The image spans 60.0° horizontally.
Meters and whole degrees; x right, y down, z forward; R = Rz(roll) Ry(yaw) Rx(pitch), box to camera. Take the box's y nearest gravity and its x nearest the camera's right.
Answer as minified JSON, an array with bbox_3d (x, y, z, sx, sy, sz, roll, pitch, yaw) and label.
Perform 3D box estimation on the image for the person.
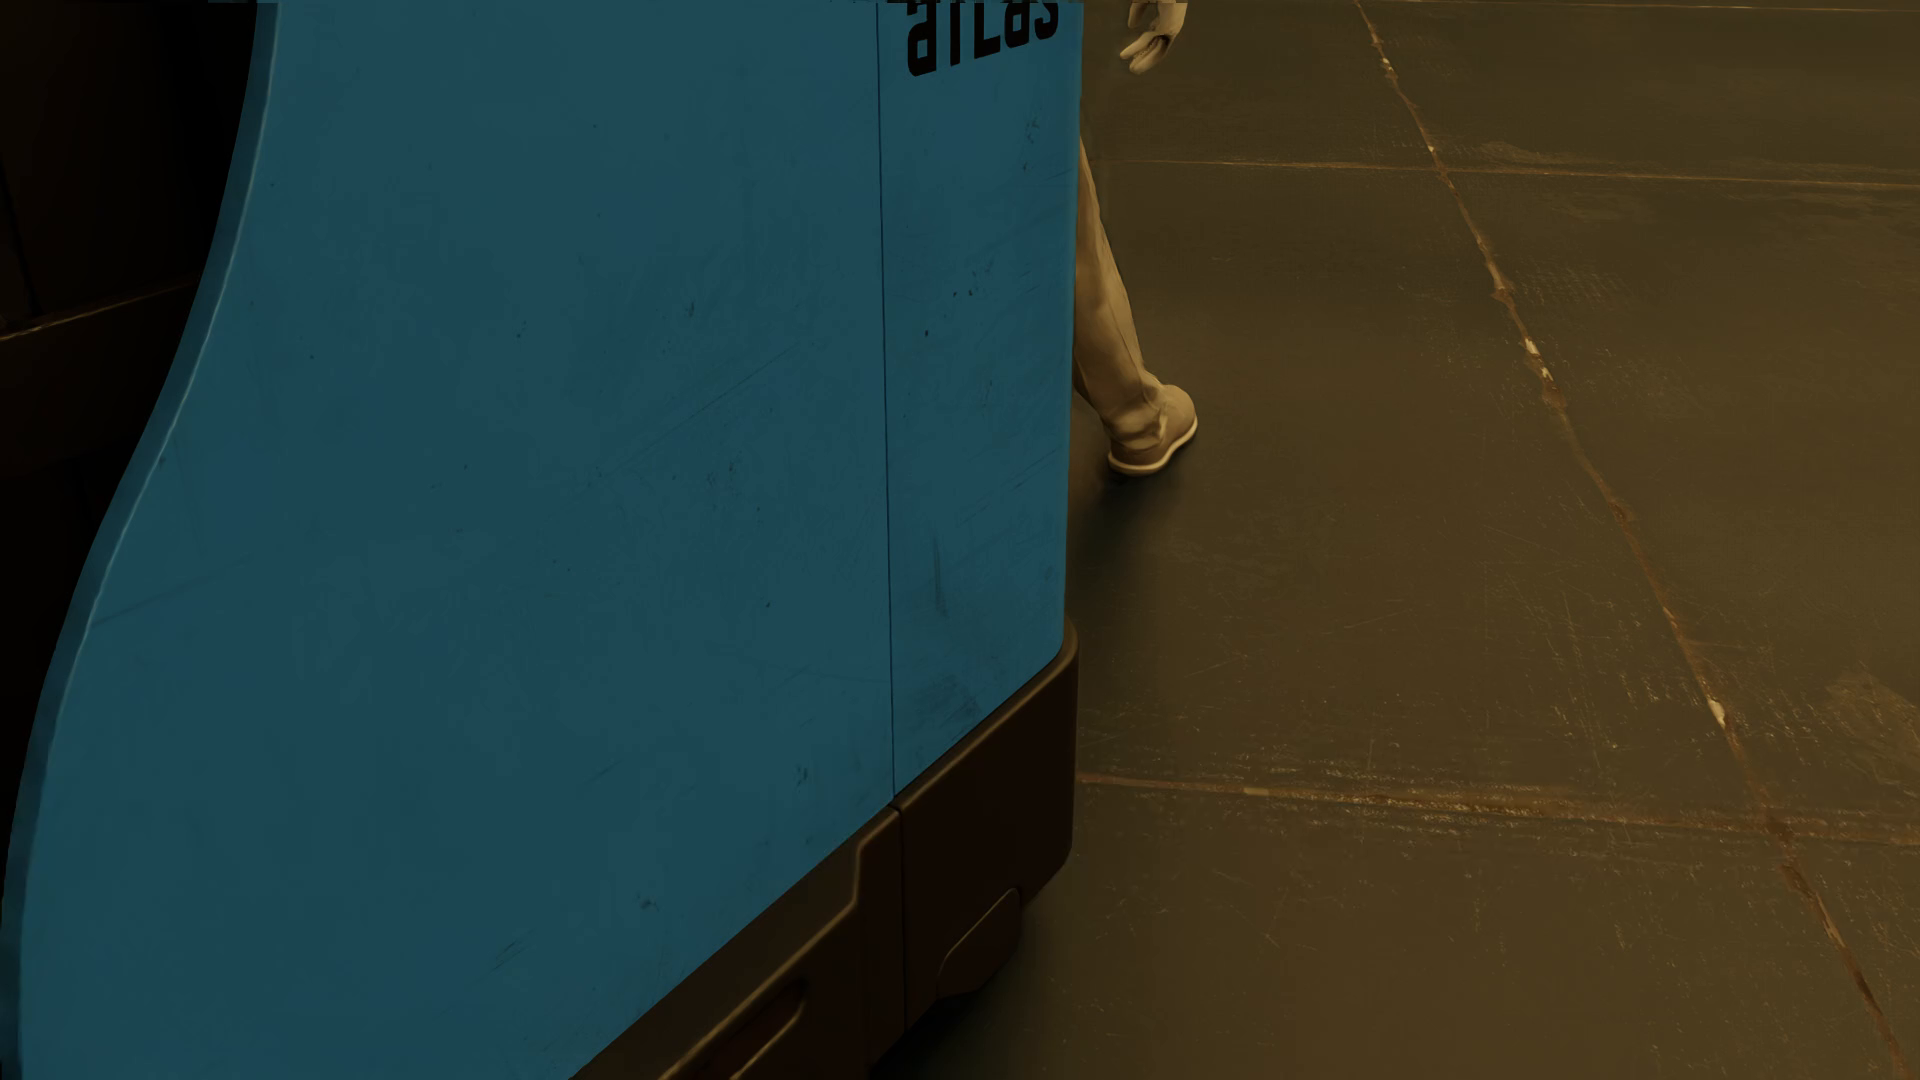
[{"bbox_3d":[0.020,-0.838,2.394,0.660,1.603,0.642,8,28,16],"label":"person"}]

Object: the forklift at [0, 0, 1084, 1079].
[{"bbox_3d":[-1.103,-0.512,0.242,1.130,2.935,3.031,16,31,29],"label":"forklift"}]
